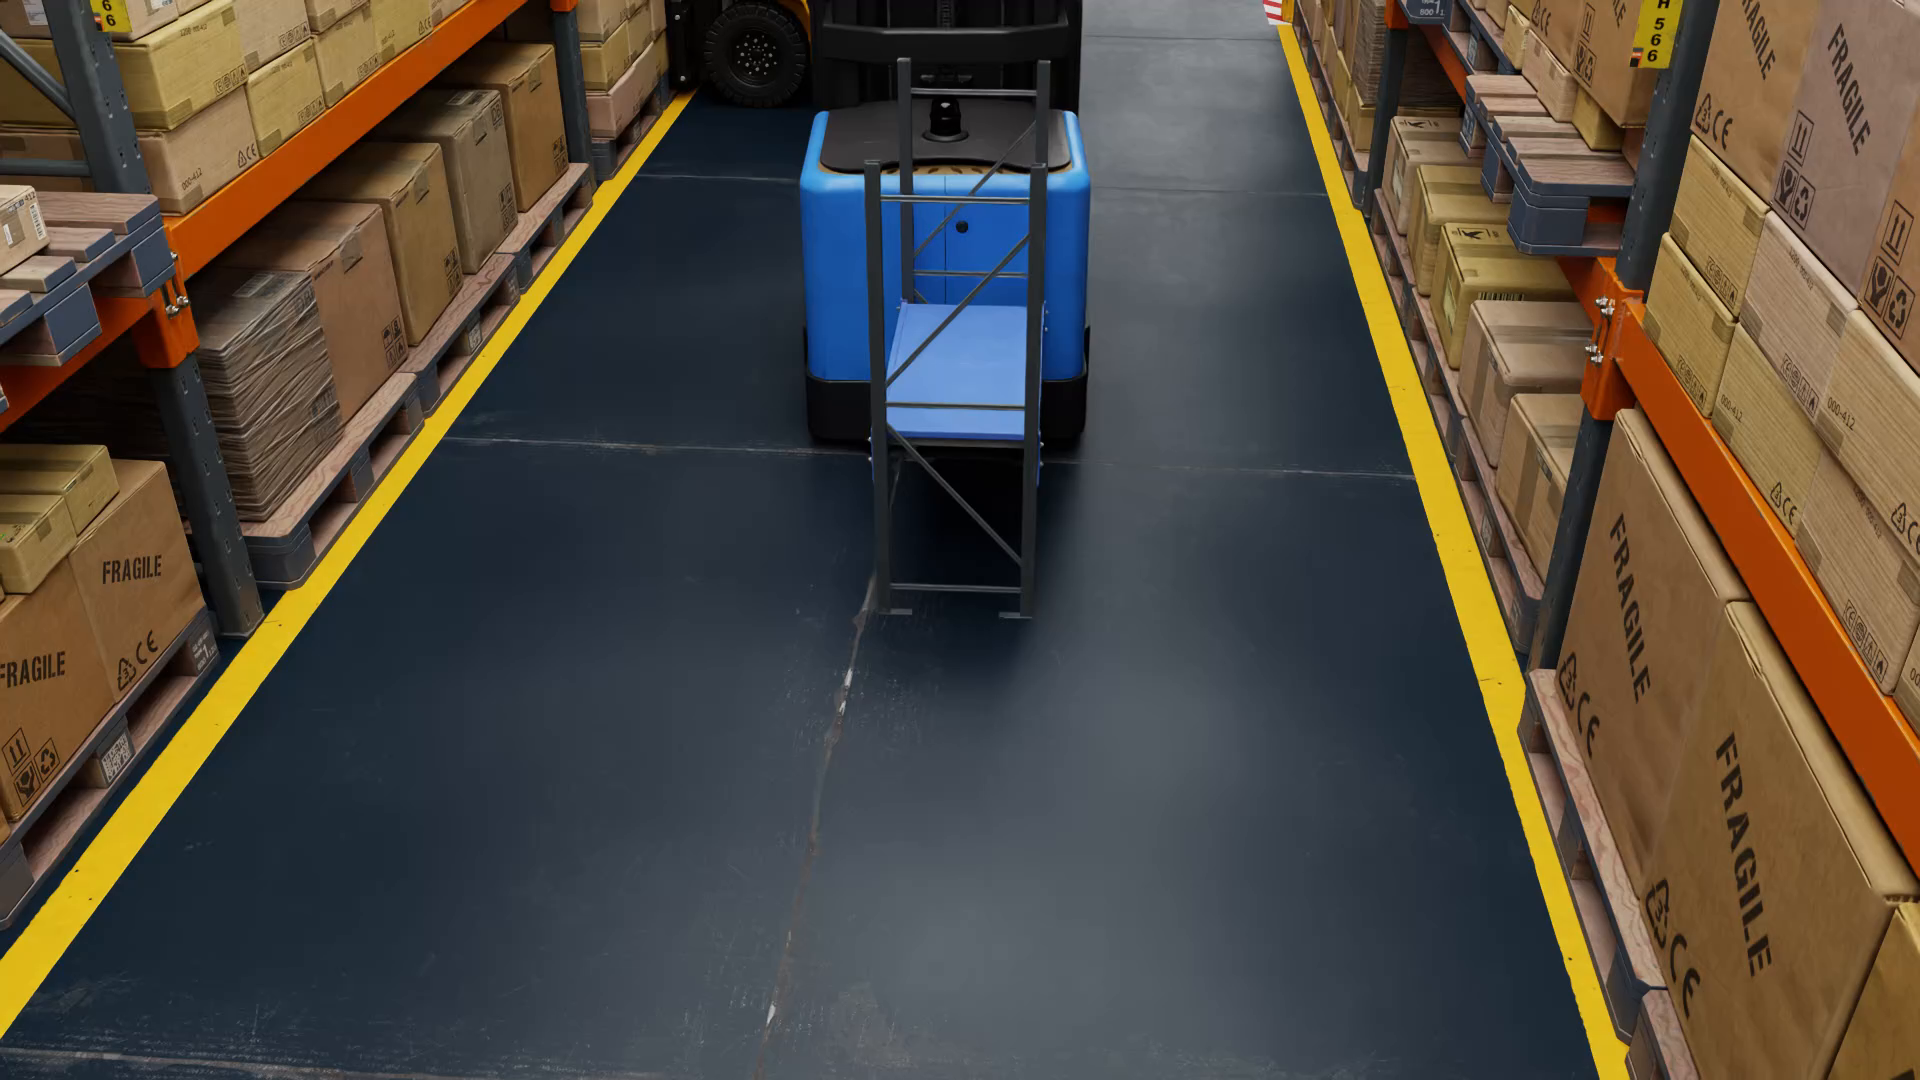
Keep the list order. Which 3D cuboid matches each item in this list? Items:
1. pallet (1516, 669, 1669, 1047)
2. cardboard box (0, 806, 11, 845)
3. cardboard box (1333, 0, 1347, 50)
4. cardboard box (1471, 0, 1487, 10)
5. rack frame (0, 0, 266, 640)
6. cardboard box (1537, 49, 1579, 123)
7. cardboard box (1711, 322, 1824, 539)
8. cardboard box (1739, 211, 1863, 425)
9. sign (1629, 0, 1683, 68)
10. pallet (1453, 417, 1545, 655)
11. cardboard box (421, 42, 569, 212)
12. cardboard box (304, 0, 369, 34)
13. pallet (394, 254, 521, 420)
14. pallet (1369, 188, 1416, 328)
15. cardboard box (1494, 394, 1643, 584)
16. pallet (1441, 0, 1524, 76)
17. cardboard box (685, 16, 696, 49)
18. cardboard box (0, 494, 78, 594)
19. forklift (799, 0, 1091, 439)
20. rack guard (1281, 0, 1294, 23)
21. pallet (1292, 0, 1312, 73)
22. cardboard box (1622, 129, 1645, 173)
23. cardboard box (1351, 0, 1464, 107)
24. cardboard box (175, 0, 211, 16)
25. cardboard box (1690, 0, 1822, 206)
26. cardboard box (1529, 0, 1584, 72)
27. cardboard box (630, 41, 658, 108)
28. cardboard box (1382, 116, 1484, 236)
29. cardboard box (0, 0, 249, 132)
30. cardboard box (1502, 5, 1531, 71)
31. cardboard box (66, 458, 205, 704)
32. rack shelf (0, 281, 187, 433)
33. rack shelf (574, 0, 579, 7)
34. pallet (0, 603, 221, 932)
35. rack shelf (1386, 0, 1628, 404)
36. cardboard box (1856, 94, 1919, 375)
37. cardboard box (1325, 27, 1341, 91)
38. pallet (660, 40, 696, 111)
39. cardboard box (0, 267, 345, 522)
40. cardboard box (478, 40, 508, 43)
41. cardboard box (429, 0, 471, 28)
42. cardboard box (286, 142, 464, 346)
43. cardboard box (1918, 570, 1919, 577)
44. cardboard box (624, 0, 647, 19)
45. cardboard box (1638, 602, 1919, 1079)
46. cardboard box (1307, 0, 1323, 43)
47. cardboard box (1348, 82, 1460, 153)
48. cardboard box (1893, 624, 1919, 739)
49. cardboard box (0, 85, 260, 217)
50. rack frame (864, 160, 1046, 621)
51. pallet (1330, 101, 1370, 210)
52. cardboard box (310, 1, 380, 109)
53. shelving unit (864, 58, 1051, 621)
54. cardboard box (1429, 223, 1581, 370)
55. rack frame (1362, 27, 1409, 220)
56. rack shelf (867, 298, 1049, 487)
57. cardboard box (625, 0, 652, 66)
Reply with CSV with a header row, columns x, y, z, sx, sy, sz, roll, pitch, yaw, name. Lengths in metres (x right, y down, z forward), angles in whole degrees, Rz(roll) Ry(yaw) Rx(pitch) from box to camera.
x,y,z,sx,sy,sz,roll,pitch,yaw,name
2.074,0.791,4.266,1.003,0.211,1.213,2,32,4,pallet
-2.645,0.635,3.843,0.500,0.500,0.500,4,32,6,cardboard box
2.400,-3.078,9.392,0.500,0.500,0.500,4,32,7,cardboard box
2.045,-2.013,5.997,0.380,0.149,0.250,4,32,6,cardboard box
-2.734,-1.016,4.539,1.000,3.000,0.127,2,32,4,rack frame
1.931,-1.336,4.897,0.380,0.149,0.250,2,32,4,cardboard box
1.899,-0.227,3.403,0.500,0.250,0.500,2,32,3,cardboard box
1.883,-0.430,3.255,0.500,0.250,0.500,3,32,5,cardboard box
1.672,-1.283,3.945,0.100,0.325,0.005,2,32,4,sign
2.279,-0.027,5.592,1.003,0.211,1.213,2,32,4,pallet
-2.440,-2.002,8.002,0.875,0.625,0.625,4,32,6,cardboard box
-2.352,-1.921,5.674,0.500,0.250,0.500,2,32,3,cardboard box
-2.526,-0.893,6.999,1.003,0.211,1.213,2,32,4,pallet
2.477,-1.303,7.663,1.003,0.211,1.213,2,32,4,pallet
2.269,-0.161,5.256,0.950,0.372,0.625,0,32,1,cardboard box
2.334,-1.761,5.931,1.003,0.211,1.213,2,32,4,pallet
-1.926,-3.154,10.230,0.500,0.250,0.500,3,32,6,cardboard box
-2.513,0.007,4.244,0.380,0.149,0.250,1,32,1,cardboard box
-0.057,-2.357,6.782,1.130,2.935,3.031,0,32,0,forklift
2.859,-3.885,11.577,1.175,0.500,0.348,2,32,4,rack guard
2.757,-3.339,10.966,1.003,0.211,1.213,2,32,4,pallet
2.006,-1.059,4.448,0.380,0.149,0.250,4,32,6,cardboard box
2.320,-2.545,8.527,0.500,0.500,0.500,2,32,3,cardboard box
-2.394,-1.628,4.819,0.380,0.149,0.250,3,32,5,cardboard box
1.930,-1.026,3.508,0.500,0.500,0.500,1,32,2,cardboard box
2.005,-1.674,4.828,0.500,0.500,0.500,2,32,3,cardboard box
-2.013,-2.620,9.363,0.500,0.250,0.500,2,32,3,cardboard box
2.499,-1.683,7.726,0.950,0.372,0.625,3,32,5,cardboard box
-2.430,-1.385,4.805,0.500,0.250,0.500,2,32,4,cardboard box
1.968,-1.612,5.345,0.380,0.149,0.250,3,32,5,cardboard box
-2.554,0.100,4.711,0.500,0.500,0.500,3,32,5,cardboard box
-2.897,0.337,3.031,1.077,0.370,4.000,2,32,4,rack shelf
-2.246,-3.847,9.819,1.077,0.370,4.000,2,32,4,rack shelf
-2.833,0.560,4.640,1.003,0.211,1.213,2,32,4,pallet
2.376,-1.545,6.084,1.077,0.370,4.000,2,32,4,rack shelf
1.841,-0.497,2.648,0.500,0.500,0.500,3,32,5,cardboard box
2.399,-2.770,9.607,0.500,0.250,0.500,3,32,5,cardboard box
-2.205,-2.974,10.374,1.003,0.211,1.213,2,32,4,pallet
-2.670,-0.509,5.580,0.875,0.625,0.625,3,32,6,cardboard box
-2.573,-2.592,8.840,0.500,0.250,0.500,2,32,3,cardboard box
-2.295,-2.247,6.680,0.500,0.250,0.500,3,32,4,cardboard box
-2.570,-1.203,6.706,0.875,0.625,0.625,1,32,2,cardboard box
1.776,0.095,2.403,0.500,0.250,0.500,3,32,5,cardboard box
-2.005,-3.048,9.104,0.500,0.250,0.500,3,32,4,cardboard box
1.998,0.744,3.308,0.875,0.875,0.875,3,32,5,cardboard box
2.474,-3.320,10.499,0.500,0.250,0.500,4,32,6,cardboard box
2.319,-2.226,8.723,0.500,0.250,0.500,4,32,6,cardboard box
1.813,0.305,2.539,0.500,0.250,0.500,2,32,4,cardboard box
-2.454,-1.173,4.938,0.500,0.250,0.500,3,32,4,cardboard box
-0.014,-0.396,4.963,0.500,1.500,0.032,2,32,3,rack frame
2.559,-2.063,8.896,1.003,0.211,1.213,2,32,4,pallet
-2.374,-1.706,5.802,0.500,0.250,0.500,1,32,2,cardboard box
0.016,-0.662,5.395,0.538,1.500,1.048,2,32,3,shelving unit
2.389,-0.943,6.526,0.950,0.372,0.625,3,32,6,cardboard box
2.539,-2.897,7.592,1.000,3.000,0.127,2,32,4,rack frame
0.016,-0.509,5.490,0.538,0.185,1.000,2,32,3,rack shelf
-2.022,-2.831,9.229,0.500,0.250,0.500,2,32,4,cardboard box
